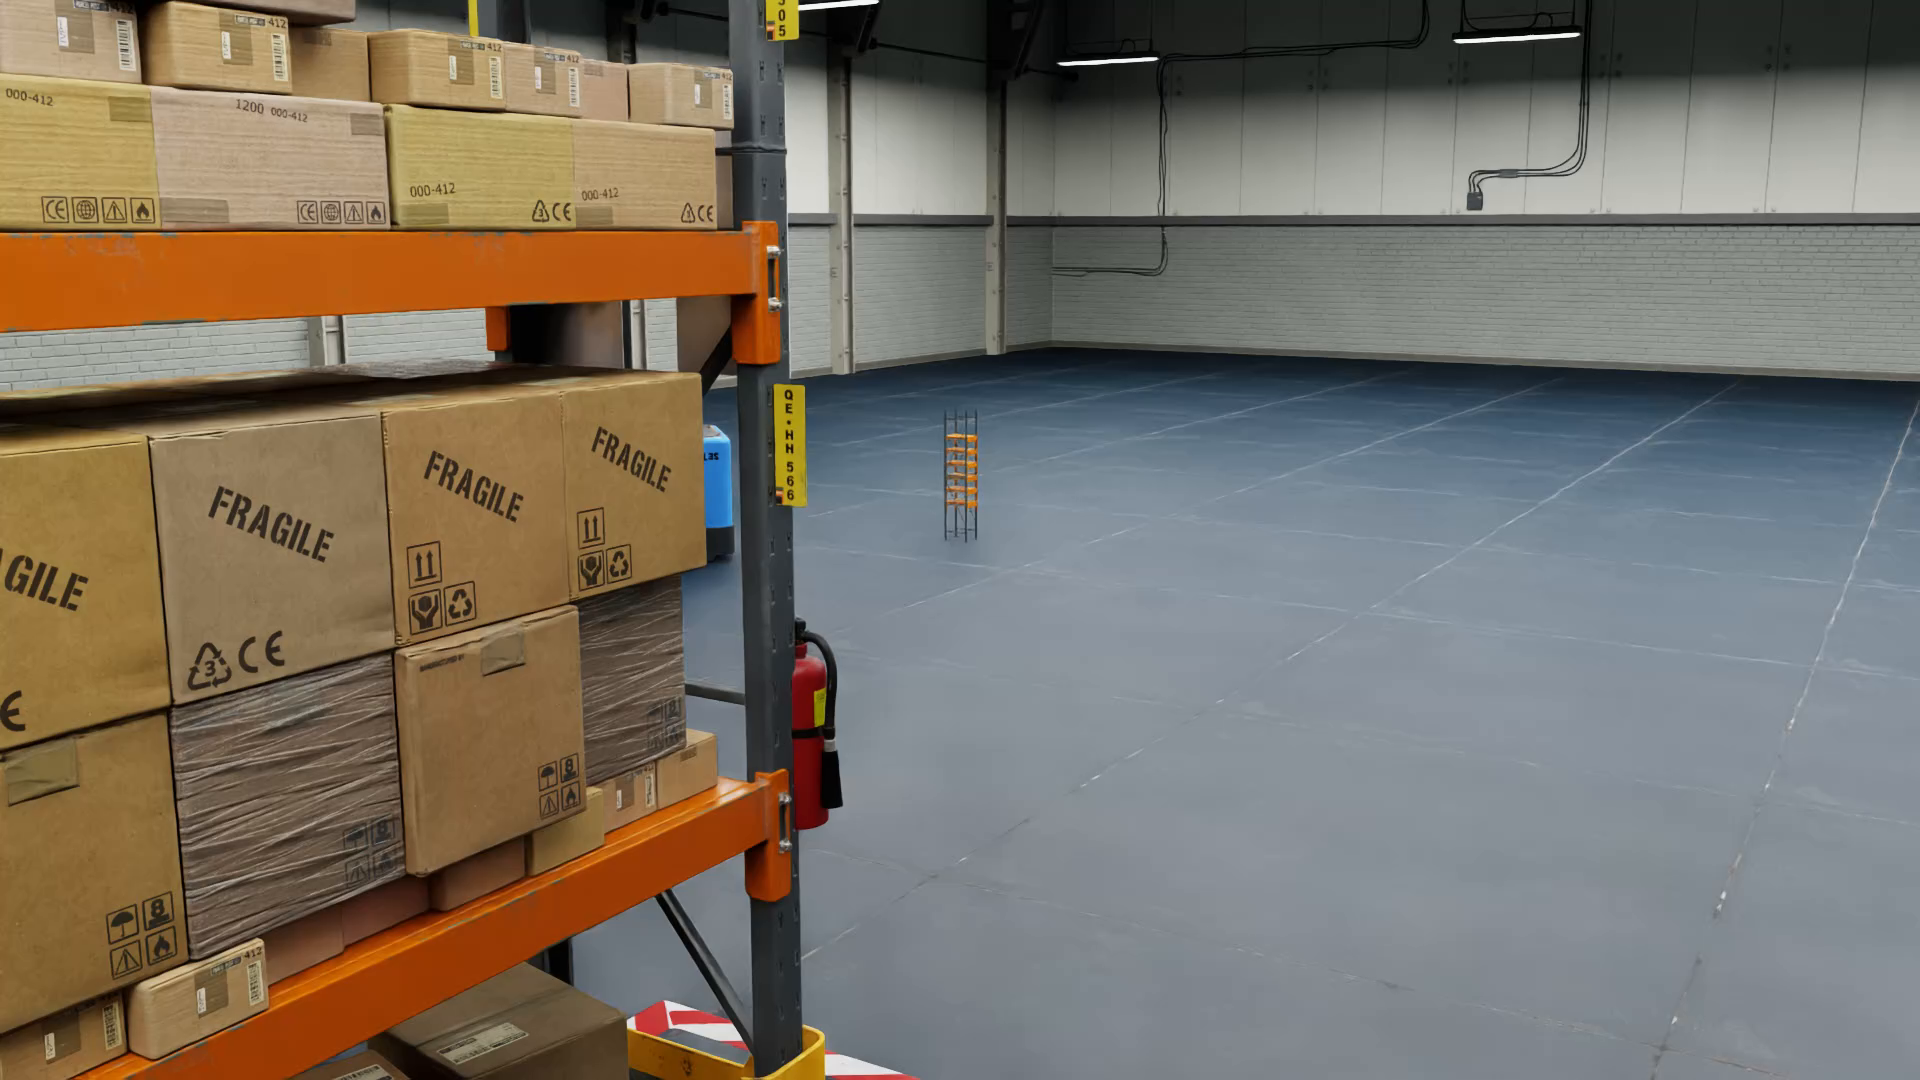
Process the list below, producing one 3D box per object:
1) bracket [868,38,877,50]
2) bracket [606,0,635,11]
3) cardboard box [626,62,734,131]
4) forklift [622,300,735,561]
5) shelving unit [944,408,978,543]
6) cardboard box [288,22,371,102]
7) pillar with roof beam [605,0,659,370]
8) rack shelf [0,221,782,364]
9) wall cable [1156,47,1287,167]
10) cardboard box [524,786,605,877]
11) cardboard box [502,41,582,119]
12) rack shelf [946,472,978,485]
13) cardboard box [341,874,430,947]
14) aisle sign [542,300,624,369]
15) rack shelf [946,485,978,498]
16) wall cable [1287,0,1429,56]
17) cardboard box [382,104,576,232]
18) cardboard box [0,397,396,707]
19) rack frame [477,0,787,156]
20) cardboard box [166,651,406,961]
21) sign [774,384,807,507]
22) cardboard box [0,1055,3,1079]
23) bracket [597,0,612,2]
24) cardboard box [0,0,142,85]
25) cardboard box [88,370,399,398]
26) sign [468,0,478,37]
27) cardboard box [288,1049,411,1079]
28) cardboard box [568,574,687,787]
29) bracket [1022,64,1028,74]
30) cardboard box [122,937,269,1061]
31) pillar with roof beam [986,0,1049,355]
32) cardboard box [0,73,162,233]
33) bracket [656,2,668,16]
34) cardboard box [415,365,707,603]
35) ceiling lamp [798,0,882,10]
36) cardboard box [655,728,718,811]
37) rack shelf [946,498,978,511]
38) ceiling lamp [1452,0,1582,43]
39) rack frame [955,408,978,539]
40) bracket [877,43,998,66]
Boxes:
[{"bbox_3d":[-1.784,-9.505,31.784,0.235,0.232,0.430,6,12,31],"label":"bracket"},{"bbox_3d":[-5.330,-8.431,26.046,0.235,0.232,0.430,6,12,31],"label":"bracket"},{"bbox_3d":[-0.794,-1.107,4.184,0.380,0.149,0.250,6,12,31],"label":"cardboard box"},{"bbox_3d":[-3.511,-1.270,14.071,3.031,2.935,1.130,-3,11,-15],"label":"forklift"},{"bbox_3d":[0.008,-0.592,15.152,0.258,1.200,0.189,6,12,31],"label":"shelving unit"},{"bbox_3d":[-1.423,-0.955,3.373,0.380,0.149,0.250,7,12,31],"label":"cardboard box"},{"bbox_3d":[-1.738,-6.349,24.710,9.100,9.000,0.548,6,12,31],"label":"pillar with roof beam"},{"bbox_3d":[-1.955,-0.390,2.986,1.077,0.370,4.000,6,12,31],"label":"rack shelf"},{"bbox_3d":[5.784,-9.682,37.229,3.097,2.526,0.112,6,12,31],"label":"wall cable"},{"bbox_3d":[-1.105,0.688,4.108,0.380,0.149,0.250,6,12,31],"label":"cardboard box"},{"bbox_3d":[-1.078,-1.024,3.740,0.380,0.149,0.250,6,12,28],"label":"cardboard box"},{"bbox_3d":[0.008,-0.548,15.160,0.258,0.103,0.180,6,12,31],"label":"rack shelf"},{"bbox_3d":[-1.413,0.761,3.717,0.380,0.149,0.250,6,12,31],"label":"cardboard box"},{"bbox_3d":[-1.141,-0.900,4.842,0.394,0.787,0.004,6,12,31],"label":"aisle sign"},{"bbox_3d":[0.008,-0.430,15.182,0.258,0.103,0.180,6,12,31],"label":"rack shelf"},{"bbox_3d":[8.429,-11.622,35.231,3.097,2.526,0.112,6,12,31],"label":"wall cable"},{"bbox_3d":[-1.207,-0.806,3.658,0.500,0.250,0.500,6,12,31],"label":"cardboard box"},{"bbox_3d":[-1.508,-0.003,3.317,0.500,0.500,0.500,6,12,31],"label":"cardboard box"},{"bbox_3d":[-0.917,-2.533,4.324,1.000,3.000,0.127,6,12,31],"label":"rack frame"},{"bbox_3d":[-1.680,0.469,3.512,0.875,0.500,0.500,6,12,31],"label":"cardboard box"},{"bbox_3d":[-0.453,-0.252,4.440,0.100,0.325,0.005,6,12,31],"label":"sign"},{"bbox_3d":[-1.858,0.926,2.833,0.380,0.149,0.250,6,12,31],"label":"cardboard box"},{"bbox_3d":[-6.667,-8.025,23.882,0.076,0.066,4.783,6,12,31],"label":"bracket"},{"bbox_3d":[-1.658,-0.864,2.889,0.380,0.149,0.250,6,12,28],"label":"cardboard box"},{"bbox_3d":[-1.701,-0.132,4.008,0.500,0.500,0.500,6,12,31],"label":"cardboard box"},{"bbox_3d":[-1.381,-1.540,4.796,0.100,0.325,0.005,6,12,31],"label":"sign"},{"bbox_3d":[-1.537,1.632,4.032,0.500,0.500,0.500,-10,14,-43],"label":"cardboard box"},{"bbox_3d":[-1.226,0.305,4.391,0.875,0.500,0.500,6,12,31],"label":"cardboard box"},{"bbox_3d":[1.332,-10.448,36.824,0.235,0.232,0.430,6,12,31],"label":"bracket"},{"bbox_3d":[-1.577,0.850,3.240,0.380,0.149,0.250,6,12,31],"label":"cardboard box"},{"bbox_3d":[4.492,-8.237,34.791,9.100,9.000,0.548,6,12,31],"label":"pillar with roof beam"},{"bbox_3d":[-1.737,-0.646,2.807,0.500,0.250,0.500,6,12,30],"label":"cardboard box"},{"bbox_3d":[-4.899,-8.561,26.743,0.235,0.232,0.430,6,12,31],"label":"bracket"},{"bbox_3d":[-0.991,-0.161,4.159,0.500,0.500,0.500,6,12,31],"label":"cardboard box"},{"bbox_3d":[-1.864,-9.023,23.128,2.000,3.185,0.800,6,12,31],"label":"ceiling lamp"},{"bbox_3d":[-0.889,0.604,4.554,0.380,0.149,0.250,6,12,31],"label":"cardboard box"},{"bbox_3d":[0.008,-0.312,15.204,0.258,0.103,0.180,6,12,31],"label":"rack shelf"},{"bbox_3d":[9.182,-9.749,27.010,2.000,3.185,0.800,6,12,31],"label":"ceiling lamp"},{"bbox_3d":[0.055,-0.606,15.229,0.240,1.200,0.006,6,12,31],"label":"rack frame"},{"bbox_3d":[-0.437,-9.913,33.963,0.076,0.066,4.783,6,12,31],"label":"bracket"}]
